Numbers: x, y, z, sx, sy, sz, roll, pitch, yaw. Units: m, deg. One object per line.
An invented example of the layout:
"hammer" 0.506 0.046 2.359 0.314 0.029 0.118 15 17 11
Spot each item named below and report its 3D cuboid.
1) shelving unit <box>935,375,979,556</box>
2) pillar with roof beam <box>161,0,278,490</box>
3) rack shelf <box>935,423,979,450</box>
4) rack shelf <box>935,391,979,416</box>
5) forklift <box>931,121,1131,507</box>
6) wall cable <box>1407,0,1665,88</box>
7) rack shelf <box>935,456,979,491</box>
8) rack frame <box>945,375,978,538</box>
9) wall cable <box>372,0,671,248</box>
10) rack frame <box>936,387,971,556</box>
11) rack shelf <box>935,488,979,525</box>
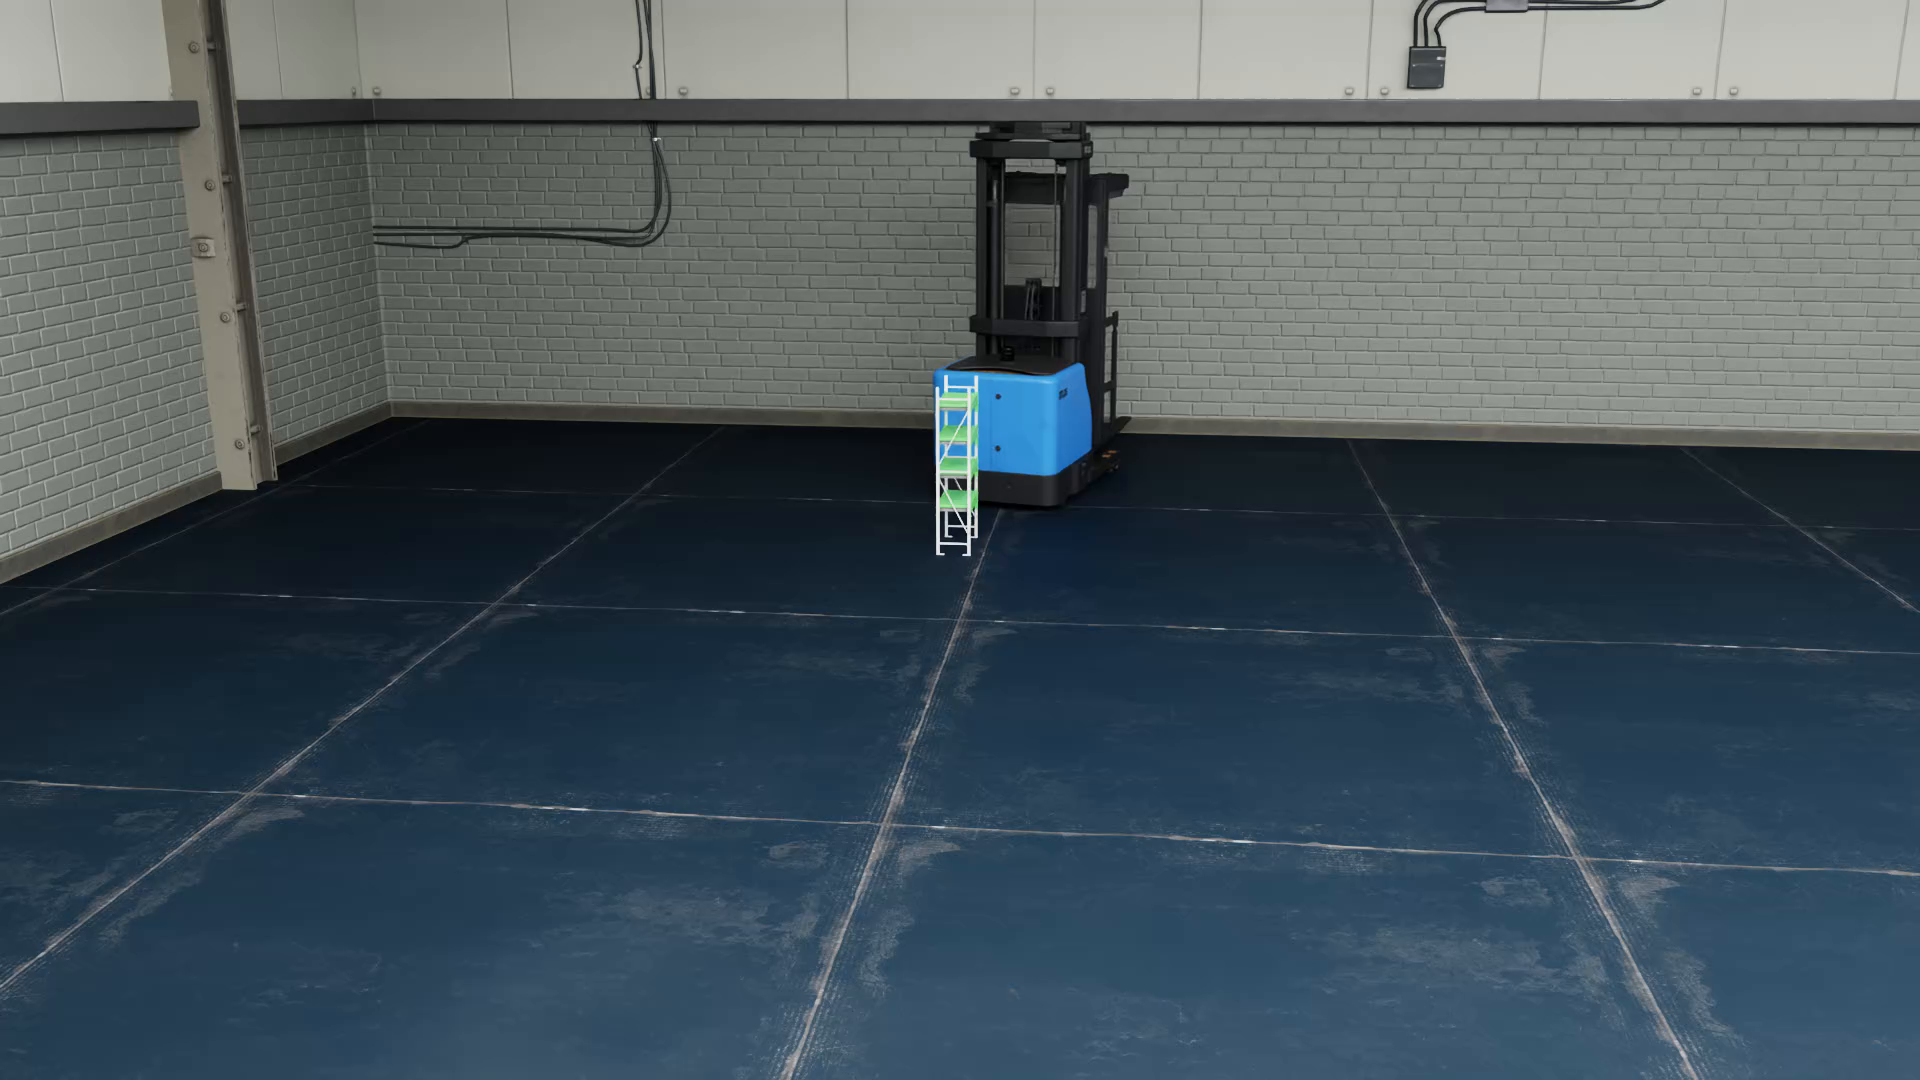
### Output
"shelving unit" -0.019 -0.536 11.847 0.258 1.200 0.503 2 15 6
"pillar with roof beam" -1.664 -4.685 12.249 9.100 9.000 0.400 2 15 6
"rack shelf" -0.019 -0.706 11.801 0.258 0.148 0.480 2 15 6
"rack shelf" -0.019 -0.938 11.738 0.258 0.148 0.480 2 15 6
"forklift" 0.762 -2.015 13.999 1.130 2.935 3.031 6 16 20
"wall cable" 5.136 -6.895 13.906 2.305 6.003 0.169 2 15 6
"rack shelf" -0.019 -0.475 11.863 0.258 0.148 0.480 2 15 6
"rack frame" 0.009 -0.600 12.081 0.240 1.200 0.015 2 15 6
"wall cable" -4.295 -4.038 15.804 3.097 2.526 0.112 2 15 6
"rack frame" -0.046 -0.473 11.613 0.240 1.200 0.015 2 15 6
"rack shelf" -0.019 -0.243 11.926 0.258 0.148 0.480 2 15 6
